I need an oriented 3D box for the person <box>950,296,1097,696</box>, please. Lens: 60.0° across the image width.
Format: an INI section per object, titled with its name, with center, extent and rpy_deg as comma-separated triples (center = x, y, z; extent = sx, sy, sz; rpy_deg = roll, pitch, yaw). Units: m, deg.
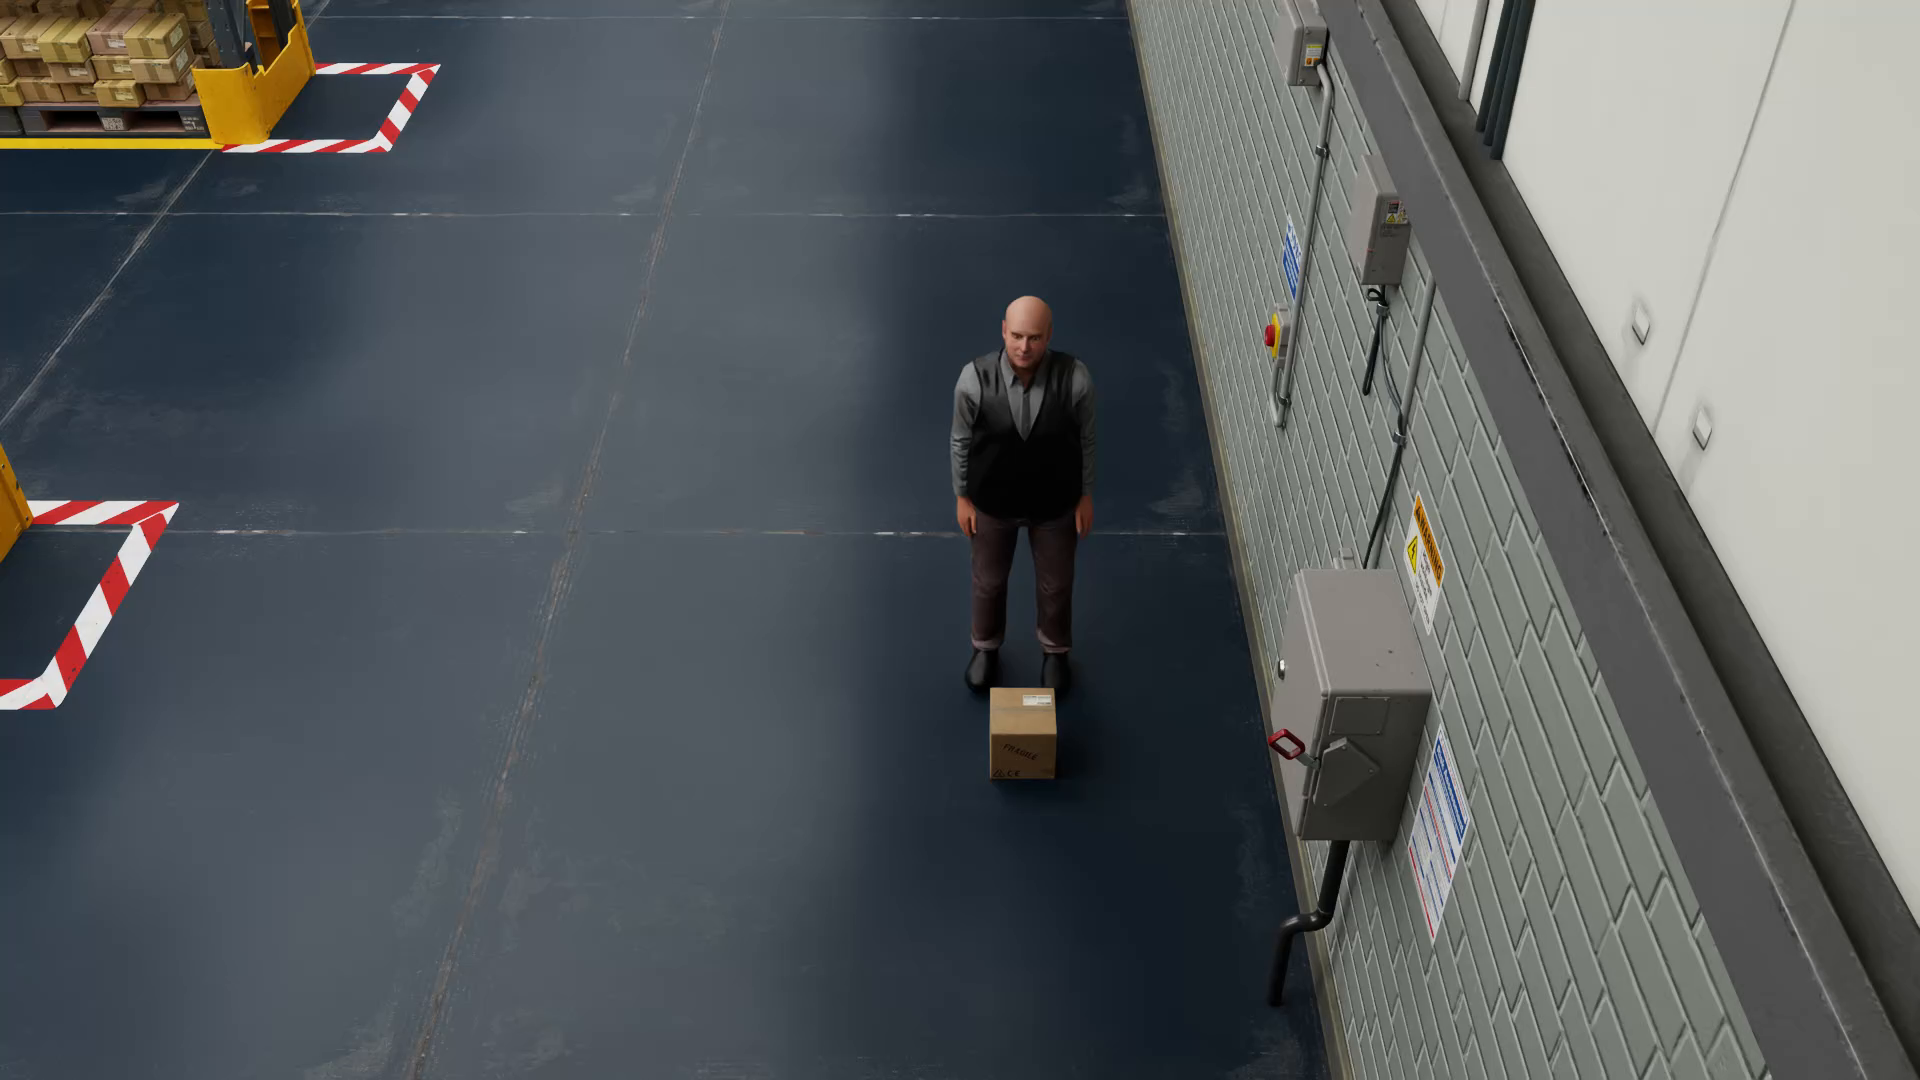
[person]
center = 0.236, -0.142, 6.314
extent = 0.548, 1.722, 0.374
rpy_deg = 0, 39, 0
